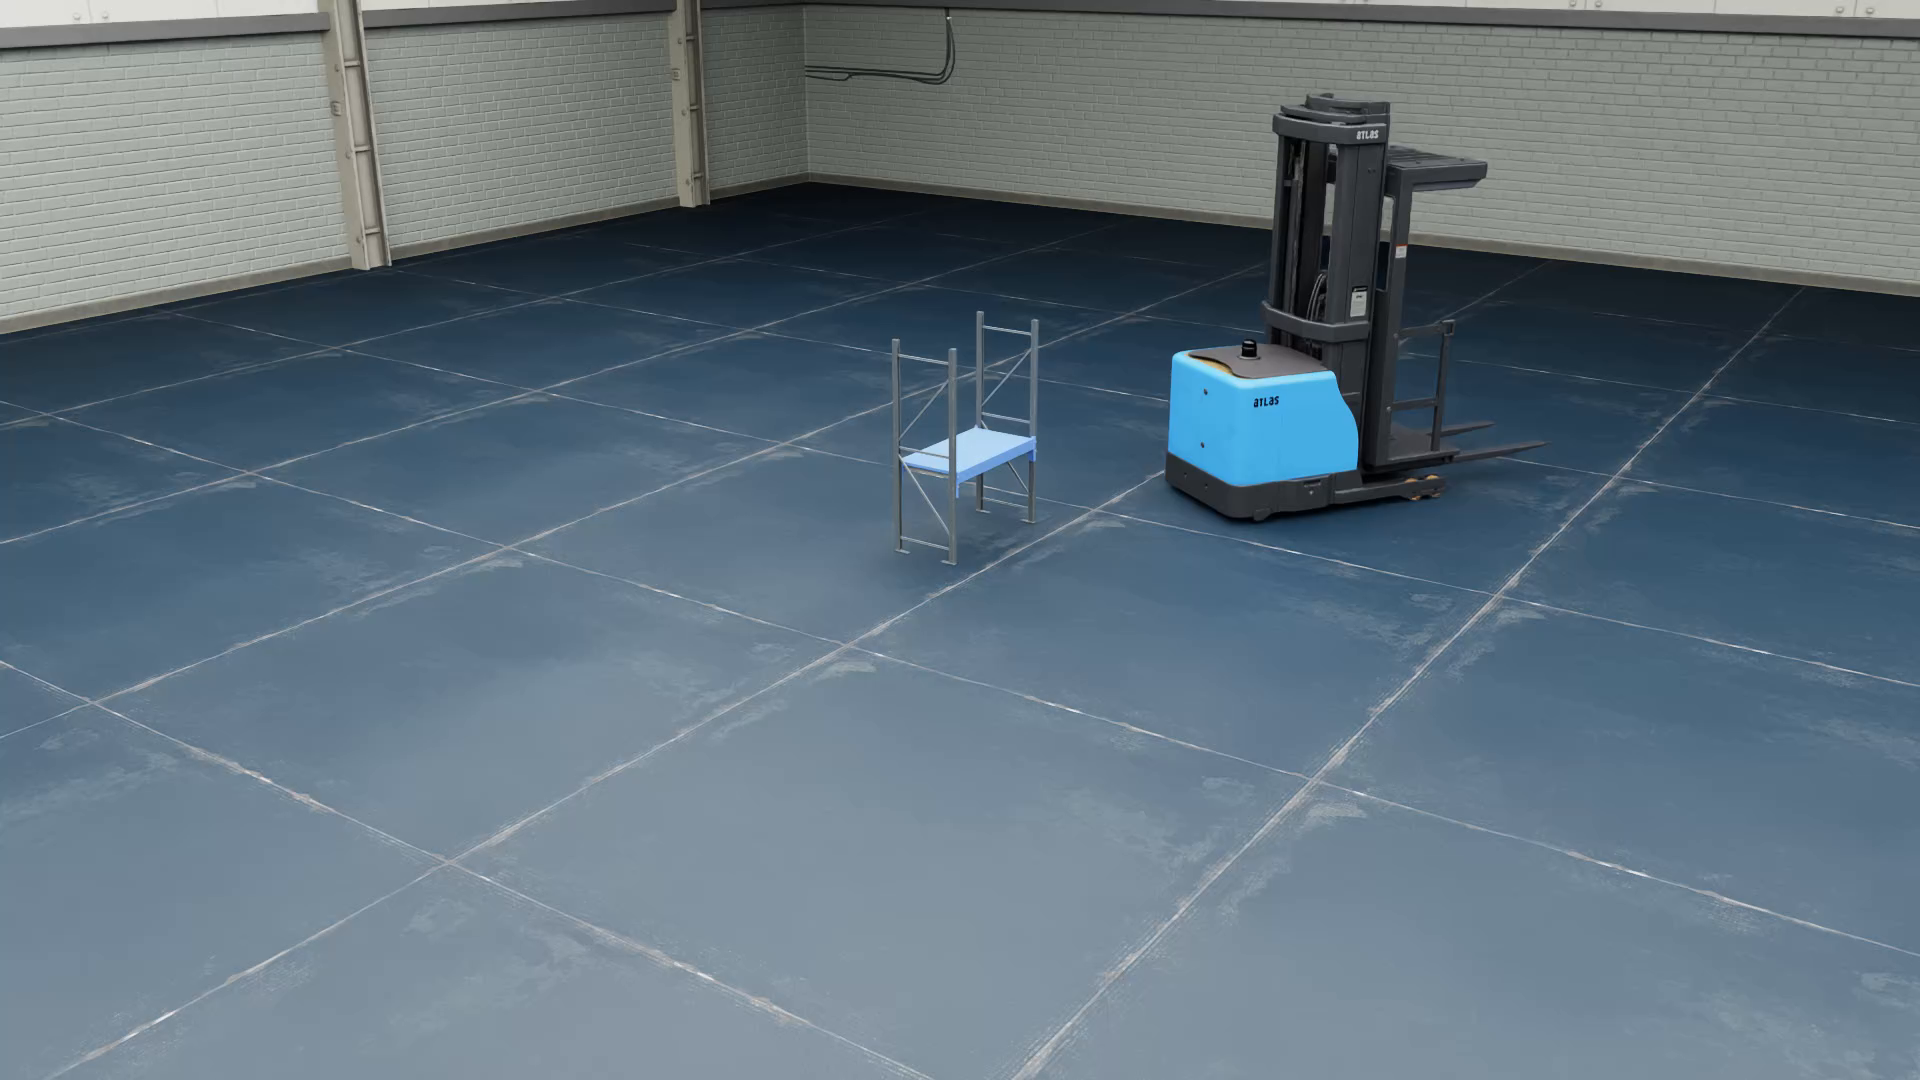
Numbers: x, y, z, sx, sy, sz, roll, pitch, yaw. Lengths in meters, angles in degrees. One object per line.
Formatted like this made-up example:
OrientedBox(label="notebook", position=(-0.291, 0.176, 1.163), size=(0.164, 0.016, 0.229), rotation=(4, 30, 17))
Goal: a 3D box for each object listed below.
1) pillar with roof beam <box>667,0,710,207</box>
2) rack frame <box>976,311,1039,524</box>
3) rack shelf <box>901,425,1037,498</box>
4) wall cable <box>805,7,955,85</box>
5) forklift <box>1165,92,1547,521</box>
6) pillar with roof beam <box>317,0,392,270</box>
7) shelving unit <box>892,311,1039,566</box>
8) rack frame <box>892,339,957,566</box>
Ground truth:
OrientedBox(label="pillar with roof beam", position=(-0.566, -8.590, 22.016), size=(9.100, 9.000, 0.400), rotation=(13, 24, 32))
OrientedBox(label="rack frame", position=(0.334, -0.874, 11.965), size=(0.500, 1.500, 0.032), rotation=(13, 24, 32))
OrientedBox(label="rack shelf", position=(0.048, -0.559, 11.633), size=(0.538, 0.185, 1.000), rotation=(13, 24, 32))
OrientedBox(label="wall cable", position=(-1.377, -8.561, 26.413), size=(3.097, 2.526, 0.112), rotation=(13, 24, 32))
OrientedBox(label="forklift", position=(3.142, -1.830, 12.487), size=(3.031, 2.935, 1.130), rotation=(-9, 22, -22))
OrientedBox(label="pillar with roof beam", position=(-3.939, -6.868, 17.362), size=(9.100, 9.000, 0.400), rotation=(13, 24, 32))
OrientedBox(label="shelving unit", position=(0.048, -0.728, 11.571), size=(0.538, 1.500, 1.048), rotation=(13, 24, 32))
OrientedBox(label="rack frame", position=(-0.238, -0.582, 11.177), size=(0.500, 1.500, 0.032), rotation=(13, 24, 32))
